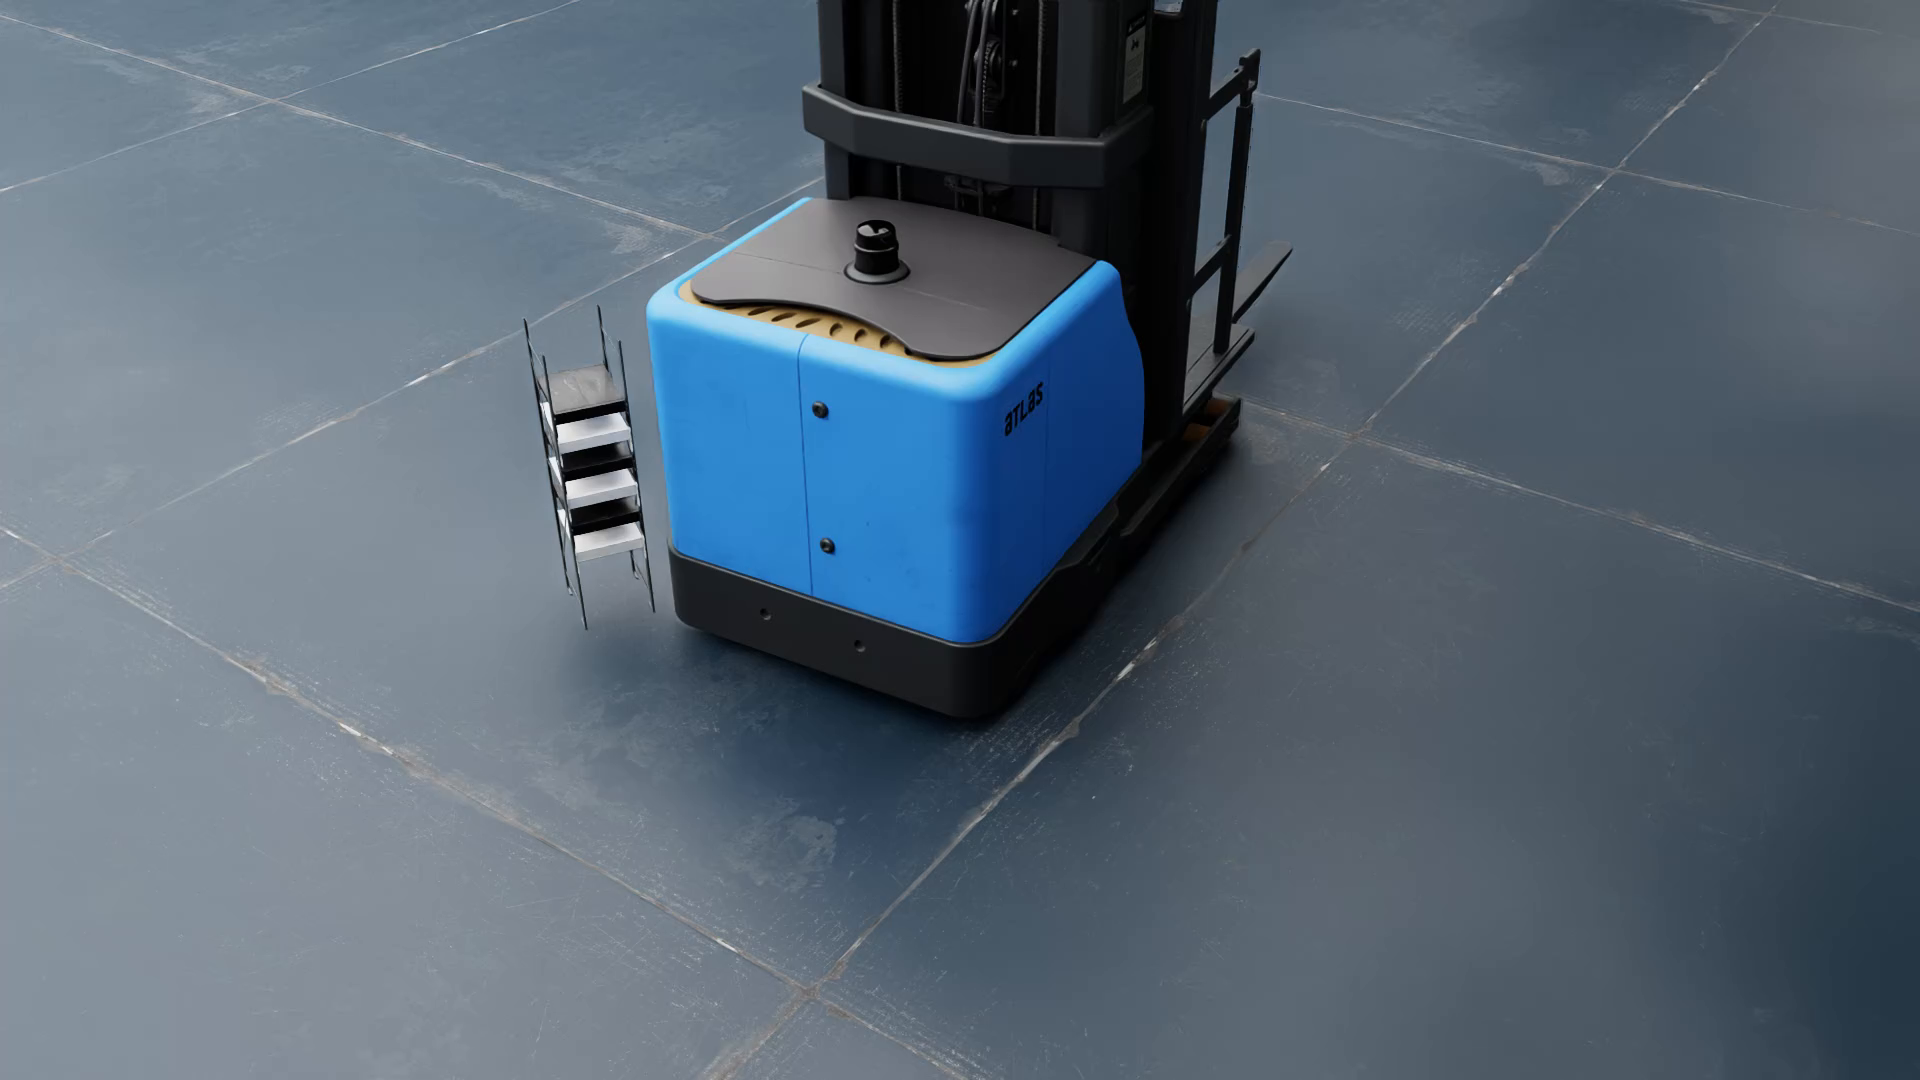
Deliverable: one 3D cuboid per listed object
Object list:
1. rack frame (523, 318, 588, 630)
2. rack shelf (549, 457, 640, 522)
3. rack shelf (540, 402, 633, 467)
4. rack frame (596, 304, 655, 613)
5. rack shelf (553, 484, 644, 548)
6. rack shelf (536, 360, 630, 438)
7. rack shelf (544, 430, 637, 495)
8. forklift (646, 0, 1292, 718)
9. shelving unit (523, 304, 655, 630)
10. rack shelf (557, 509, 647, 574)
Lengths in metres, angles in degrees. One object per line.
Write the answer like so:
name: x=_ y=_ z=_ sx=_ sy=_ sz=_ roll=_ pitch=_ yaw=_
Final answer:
rack frame: x=-1.141 y=-0.172 z=4.702 sx=0.006 sy=0.900 sz=0.240 roll=-14 pitch=37 yaw=-20
rack shelf: x=-1.049 y=-0.168 z=4.755 sx=0.200 sy=0.077 sz=0.258 roll=-14 pitch=37 yaw=-20
rack shelf: x=-1.049 y=-0.317 z=4.654 sx=0.200 sy=0.077 sz=0.258 roll=-14 pitch=37 yaw=-20
rack frame: x=-0.956 y=-0.219 z=4.771 sx=0.006 sy=0.900 sz=0.240 roll=-14 pitch=37 yaw=-20
rack shelf: x=-1.049 y=-0.094 z=4.805 sx=0.200 sy=0.077 sz=0.258 roll=-14 pitch=37 yaw=-20
rack shelf: x=-1.049 y=-0.392 z=4.604 sx=0.200 sy=0.077 sz=0.258 roll=-14 pitch=37 yaw=-20
rack shelf: x=-1.049 y=-0.243 z=4.705 sx=0.200 sy=0.077 sz=0.258 roll=-14 pitch=37 yaw=-20
forklift: x=0.310 y=-1.546 z=4.920 sx=1.130 sy=2.935 sz=3.031 roll=17 pitch=37 yaw=23
shelving unit: x=-1.049 y=-0.196 z=4.736 sx=0.210 sy=0.900 sz=0.258 roll=-14 pitch=37 yaw=-20
rack shelf: x=-1.049 y=-0.019 z=4.856 sx=0.200 sy=0.077 sz=0.258 roll=-14 pitch=37 yaw=-20
